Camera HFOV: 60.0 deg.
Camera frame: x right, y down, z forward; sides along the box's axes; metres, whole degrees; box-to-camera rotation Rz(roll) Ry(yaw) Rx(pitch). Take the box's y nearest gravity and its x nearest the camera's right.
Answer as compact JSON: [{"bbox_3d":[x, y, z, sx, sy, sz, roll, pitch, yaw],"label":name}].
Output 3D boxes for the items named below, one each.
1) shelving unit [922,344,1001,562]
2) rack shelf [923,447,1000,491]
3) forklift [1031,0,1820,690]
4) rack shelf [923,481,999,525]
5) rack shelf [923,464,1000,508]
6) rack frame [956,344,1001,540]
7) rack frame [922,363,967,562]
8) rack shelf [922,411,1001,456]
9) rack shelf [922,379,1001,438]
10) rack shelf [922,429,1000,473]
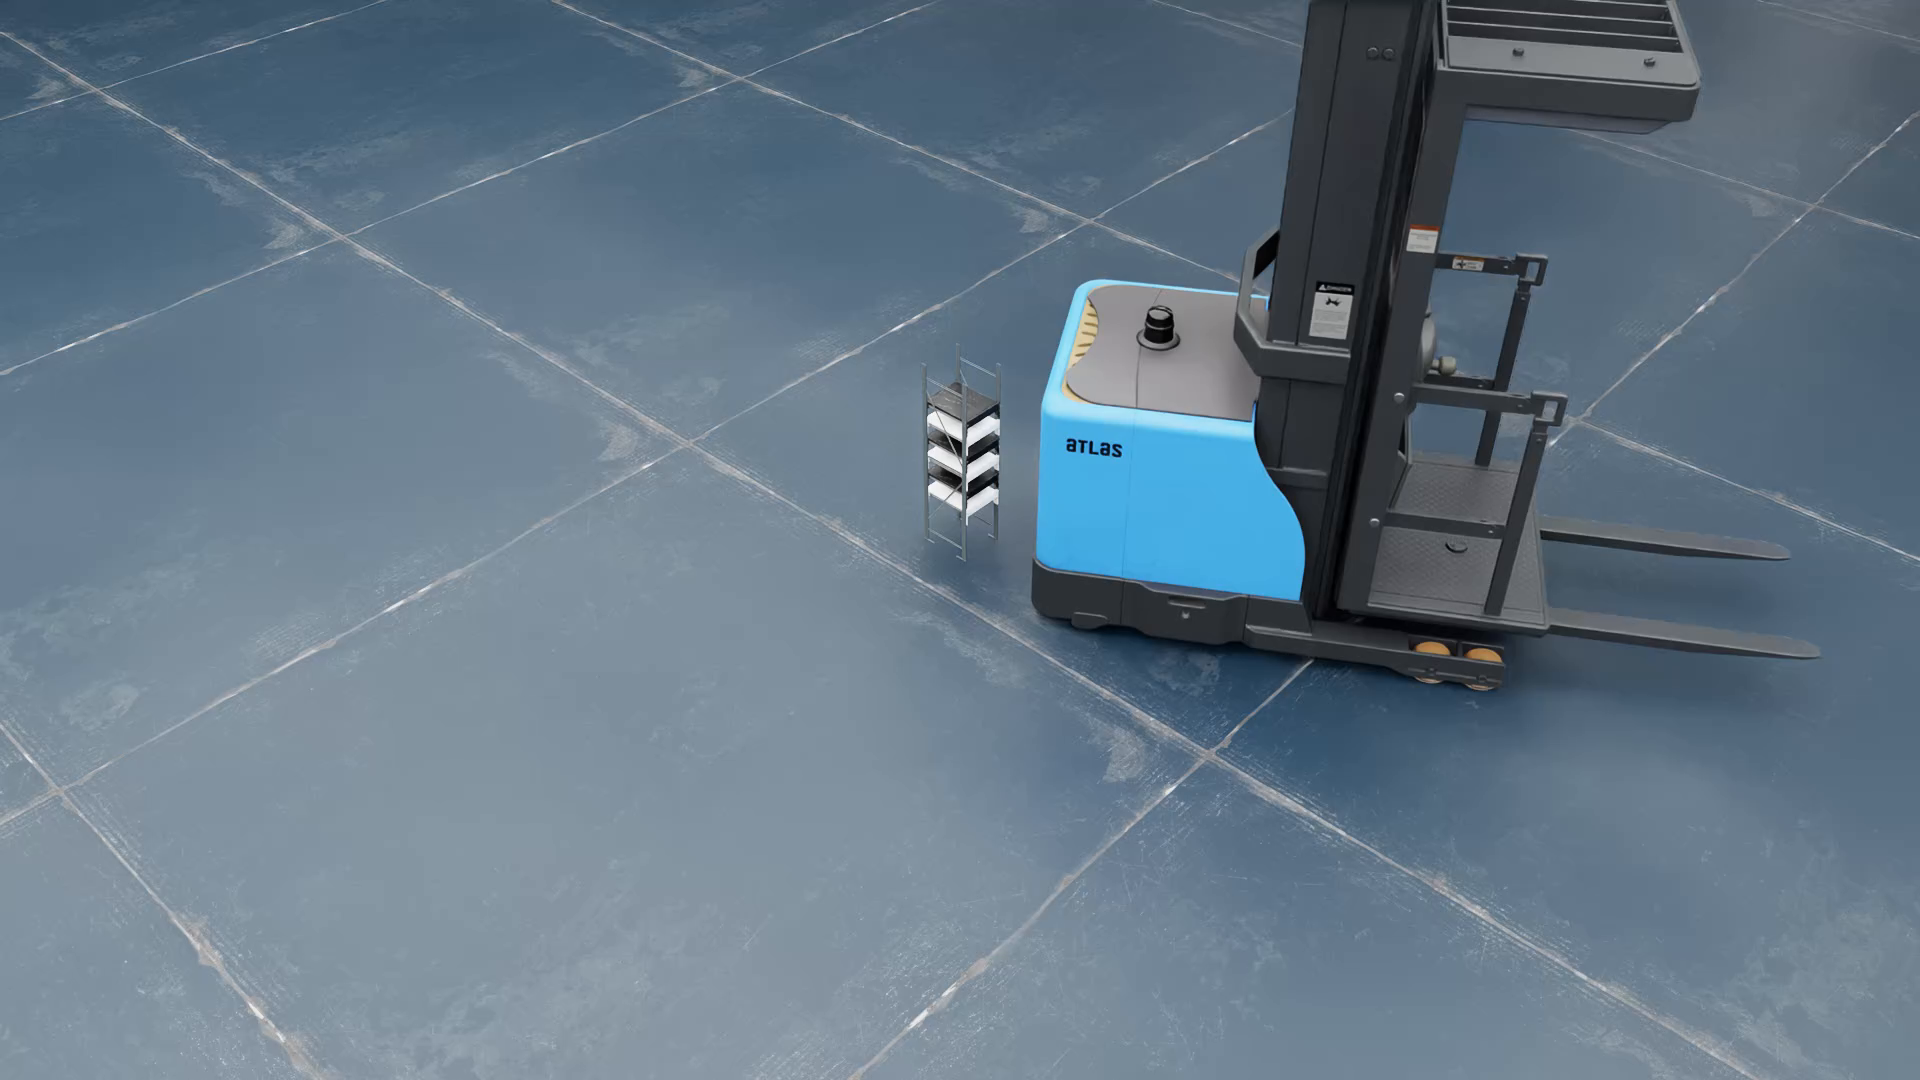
[{"bbox_3d":[0.005,-0.356,6.975,0.258,0.900,0.210,30,47,32],"label":"shelving unit"},{"bbox_3d":[0.005,-0.330,6.995,0.258,0.077,0.200,30,47,32],"label":"rack shelf"},{"bbox_3d":[1.862,-0.922,6.054,3.031,2.935,1.130,7,39,9],"label":"forklift"},{"bbox_3d":[0.005,-0.189,7.107,0.258,0.077,0.200,30,47,32],"label":"rack shelf"},{"bbox_3d":[0.005,-0.259,7.051,0.258,0.077,0.200,30,47,32],"label":"rack shelf"},{"bbox_3d":[0.074,-0.403,7.033,0.240,0.900,0.006,30,47,32],"label":"rack frame"},{"bbox_3d":[-0.063,-0.309,6.916,0.240,0.900,0.006,30,47,32],"label":"rack frame"},{"bbox_3d":[0.005,-0.471,6.883,0.258,0.077,0.200,30,47,32],"label":"rack shelf"},{"bbox_3d":[0.005,-0.541,6.827,0.258,0.077,0.200,30,47,32],"label":"rack shelf"},{"bbox_3d":[0.005,-0.400,6.939,0.258,0.077,0.200,30,47,32],"label":"rack shelf"}]
